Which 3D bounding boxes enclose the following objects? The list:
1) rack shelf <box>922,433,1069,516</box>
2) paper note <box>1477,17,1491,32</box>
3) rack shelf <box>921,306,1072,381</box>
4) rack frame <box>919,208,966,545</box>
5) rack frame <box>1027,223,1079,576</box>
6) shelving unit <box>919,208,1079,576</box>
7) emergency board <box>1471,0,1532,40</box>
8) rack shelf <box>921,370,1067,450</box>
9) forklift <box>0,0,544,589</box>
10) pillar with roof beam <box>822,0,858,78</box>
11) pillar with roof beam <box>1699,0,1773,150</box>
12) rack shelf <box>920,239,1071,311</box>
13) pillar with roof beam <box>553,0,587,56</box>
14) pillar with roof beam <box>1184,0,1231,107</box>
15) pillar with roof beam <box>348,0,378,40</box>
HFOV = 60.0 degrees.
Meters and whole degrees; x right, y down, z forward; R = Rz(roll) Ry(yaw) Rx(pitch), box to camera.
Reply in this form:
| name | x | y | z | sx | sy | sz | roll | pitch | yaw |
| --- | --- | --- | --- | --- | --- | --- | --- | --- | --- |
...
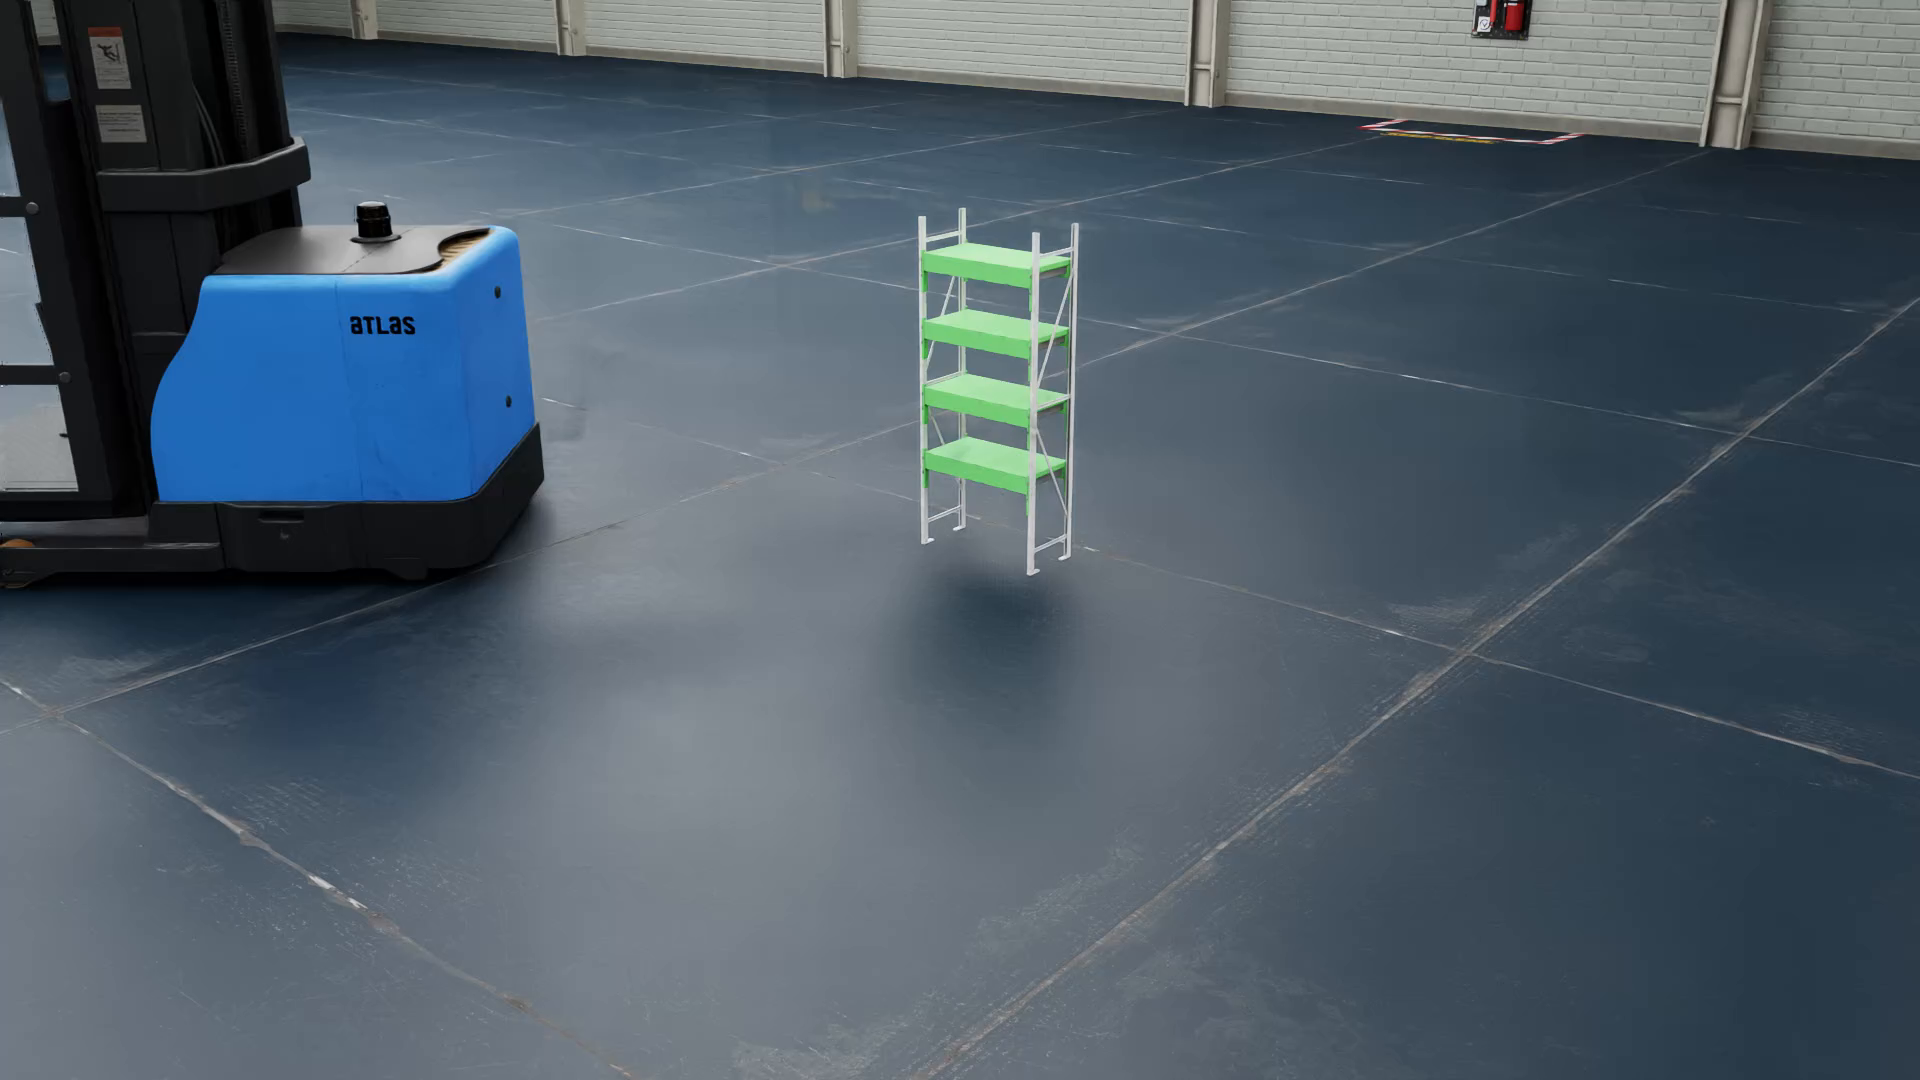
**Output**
| name | x | y | z | sx | sy | sz | roll | pitch | yaw |
| --- | --- | --- | --- | --- | --- | --- | --- | --- | --- |
| rack shelf | 0.128 | -0.240 | 5.966 | 0.480 | 0.148 | 0.258 | 16 | 26 | 36 |
| paper note | 5.624 | -5.530 | 17.829 | 0.142 | 0.148 | 0.016 | 16 | 26 | 36 |
| rack shelf | 0.128 | -0.689 | 5.796 | 0.480 | 0.148 | 0.258 | 16 | 26 | 36 |
| rack frame | -0.061 | -0.579 | 6.003 | 0.015 | 1.200 | 0.240 | 16 | 26 | 36 |
| rack frame | 0.317 | -0.470 | 5.714 | 0.015 | 1.200 | 0.240 | 16 | 26 | 36 |
| shelving unit | 0.128 | -0.524 | 5.859 | 0.503 | 1.200 | 0.258 | 16 | 26 | 36 |
| emergency board | 5.718 | -5.884 | 17.519 | 0.643 | 1.169 | 0.194 | 16 | 26 | 36 |
| rack shelf | 0.128 | -0.465 | 5.881 | 0.480 | 0.148 | 0.258 | 16 | 26 | 36 |
| forklift | -3.163 | -1.391 | 5.703 | 3.031 | 2.935 | 1.130 | 0 | 21 | 0 |
| pillar with roof beam | -4.411 | -9.629 | 18.950 | 0.400 | 9.000 | 9.100 | 16 | 26 | 36 |
| pillar with roof beam | 4.886 | -6.952 | 11.850 | 0.400 | 9.000 | 9.100 | 16 | 26 | 36 |
| rack shelf | 0.128 | -0.914 | 5.712 | 0.480 | 0.148 | 0.258 | 16 | 26 | 36 |
| pillar with roof beam | -9.059 | -10.968 | 22.500 | 0.400 | 9.000 | 9.100 | 16 | 26 | 36 |
| pillar with roof beam | 0.238 | -8.291 | 15.400 | 0.400 | 9.000 | 9.100 | 16 | 26 | 36 |
| pillar with roof beam | -13.707 | -12.307 | 26.049 | 0.400 | 9.000 | 9.100 | 16 | 26 | 36 |
